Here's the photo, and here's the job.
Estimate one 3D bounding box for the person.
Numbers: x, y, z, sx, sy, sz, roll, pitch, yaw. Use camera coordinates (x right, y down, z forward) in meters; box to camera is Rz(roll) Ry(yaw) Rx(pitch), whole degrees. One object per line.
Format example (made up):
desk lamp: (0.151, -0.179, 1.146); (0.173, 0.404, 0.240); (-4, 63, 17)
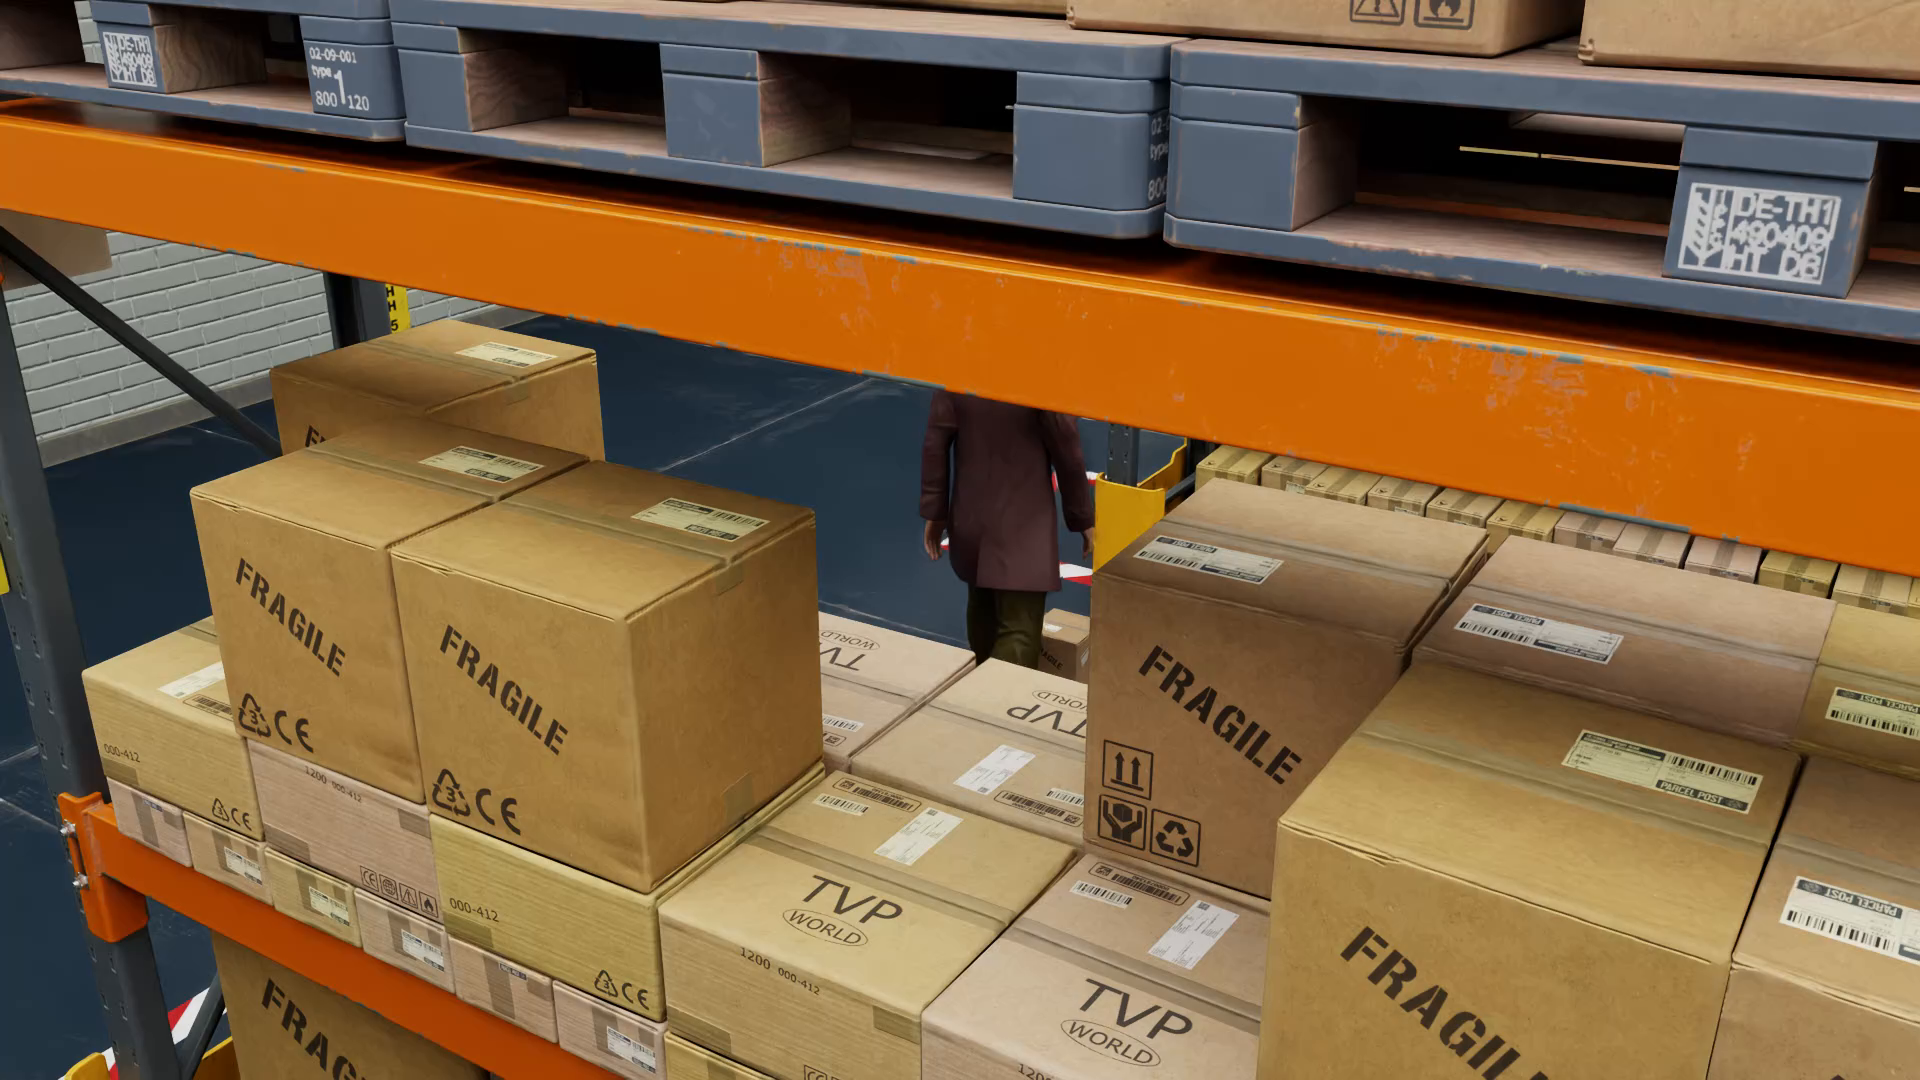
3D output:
person: (0.205, -0.063, 6.289); (0.697, 1.761, 0.901); (13, 26, 28)
